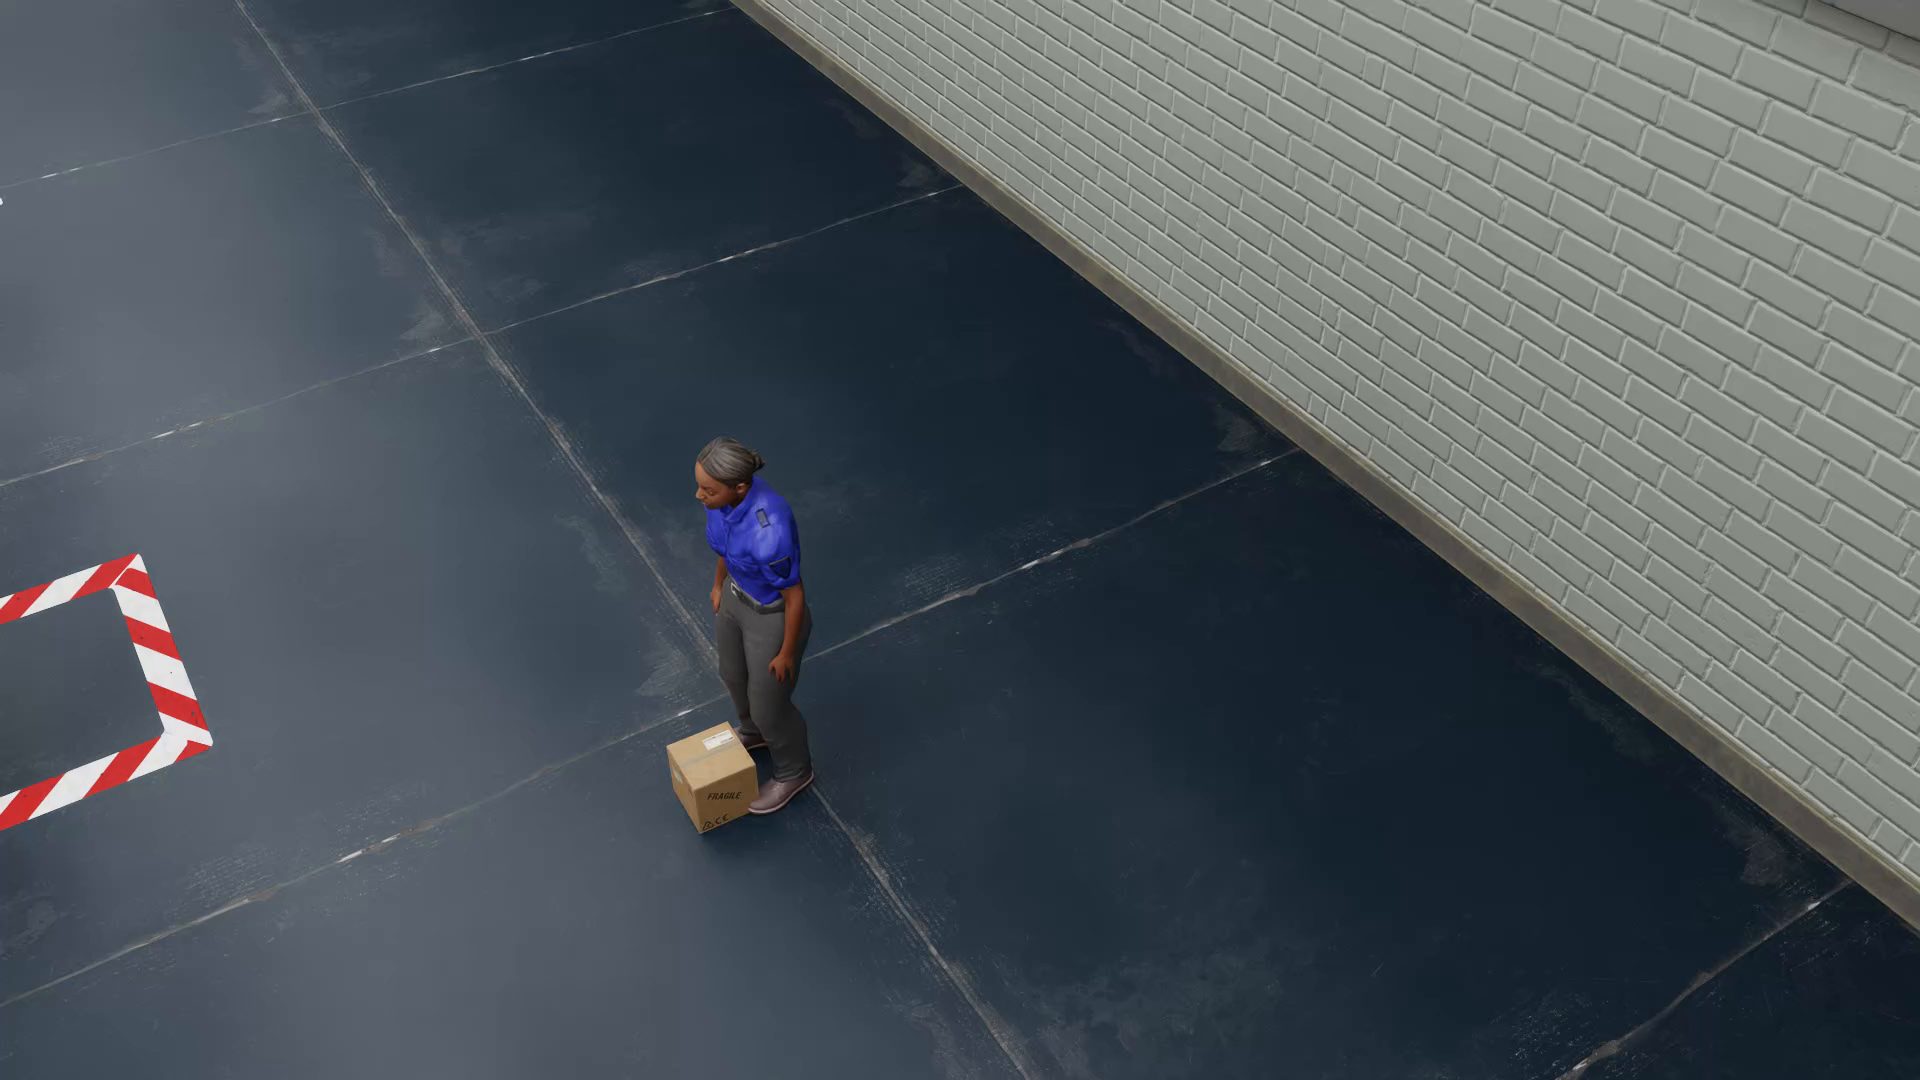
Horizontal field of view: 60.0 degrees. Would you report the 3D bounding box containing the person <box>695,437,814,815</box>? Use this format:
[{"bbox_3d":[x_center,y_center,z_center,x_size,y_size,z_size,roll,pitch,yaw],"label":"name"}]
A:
[{"bbox_3d":[-0.727,0.268,5.854,0.351,1.653,0.524,-25,47,-26],"label":"person"}]
